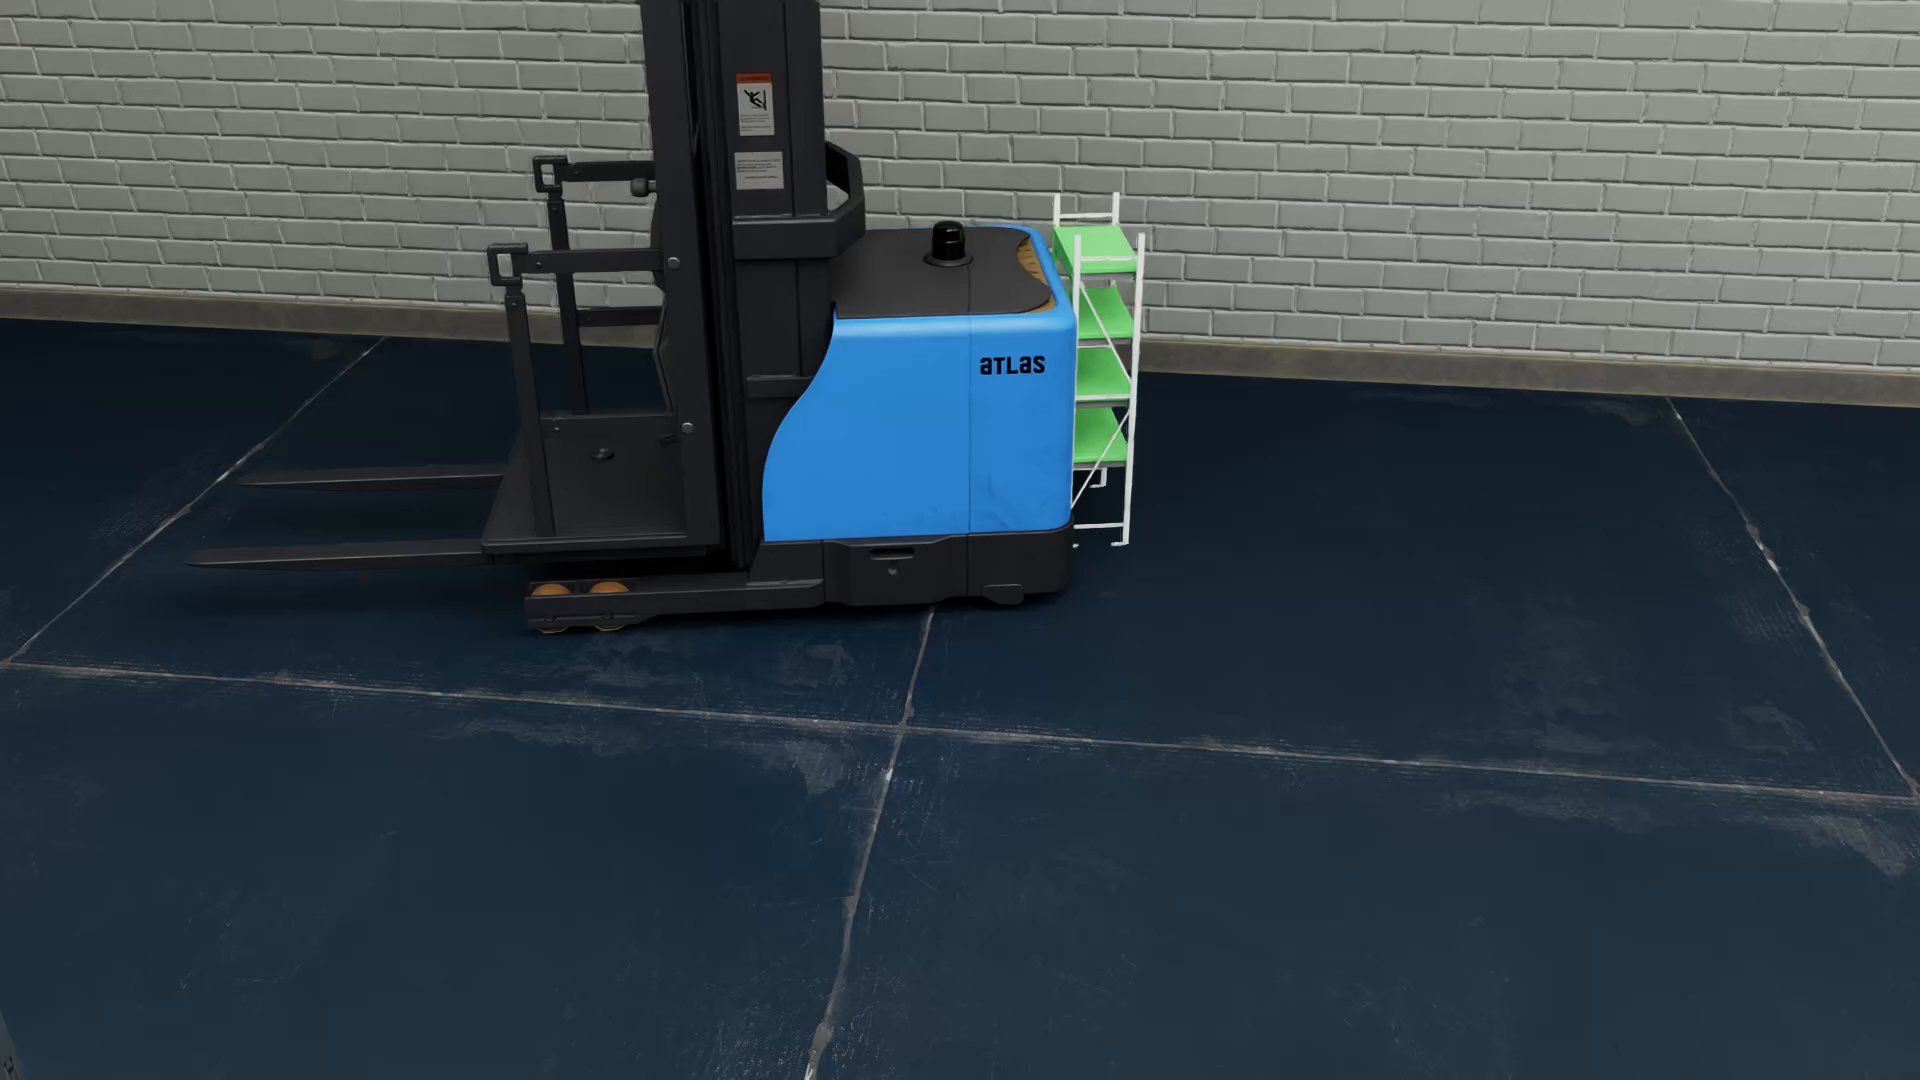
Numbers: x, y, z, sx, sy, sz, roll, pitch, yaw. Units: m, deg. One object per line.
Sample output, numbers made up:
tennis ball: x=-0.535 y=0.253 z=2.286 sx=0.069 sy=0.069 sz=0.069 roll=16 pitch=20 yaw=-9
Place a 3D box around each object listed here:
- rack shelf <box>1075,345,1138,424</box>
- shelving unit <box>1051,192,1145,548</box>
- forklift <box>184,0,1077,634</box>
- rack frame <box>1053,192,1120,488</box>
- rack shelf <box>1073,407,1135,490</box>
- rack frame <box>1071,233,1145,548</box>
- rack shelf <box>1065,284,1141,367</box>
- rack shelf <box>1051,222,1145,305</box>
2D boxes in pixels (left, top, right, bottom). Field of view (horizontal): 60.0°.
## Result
rack shelf: x=0.486 y=-0.567 z=6.171 sx=0.258 sy=0.148 sz=0.480 roll=-3 pitch=28 yaw=-5
shelving unit: x=0.486 y=-0.623 z=6.141 sx=0.258 sy=1.200 sz=0.503 roll=-3 pitch=28 yaw=-5
forklift: x=-1.152 y=-1.234 z=5.451 sx=3.031 sy=2.935 sz=1.130 roll=-2 pitch=28 yaw=-4
rack frame: x=0.463 y=-0.738 z=6.355 sx=0.240 sy=1.200 sz=0.015 roll=-3 pitch=28 yaw=-5
rack shelf: x=0.486 y=-0.355 z=6.285 sx=0.258 sy=0.148 sz=0.480 roll=-3 pitch=28 yaw=-5
rack frame: x=0.509 y=-0.508 z=5.927 sx=0.240 sy=1.200 sz=0.015 roll=-3 pitch=28 yaw=-5
rack shelf: x=0.486 y=-0.778 z=6.057 sx=0.258 sy=0.148 sz=0.480 roll=-3 pitch=28 yaw=-5
rack shelf: x=0.486 y=-0.989 z=5.944 sx=0.258 sy=0.148 sz=0.480 roll=-3 pitch=28 yaw=-5
